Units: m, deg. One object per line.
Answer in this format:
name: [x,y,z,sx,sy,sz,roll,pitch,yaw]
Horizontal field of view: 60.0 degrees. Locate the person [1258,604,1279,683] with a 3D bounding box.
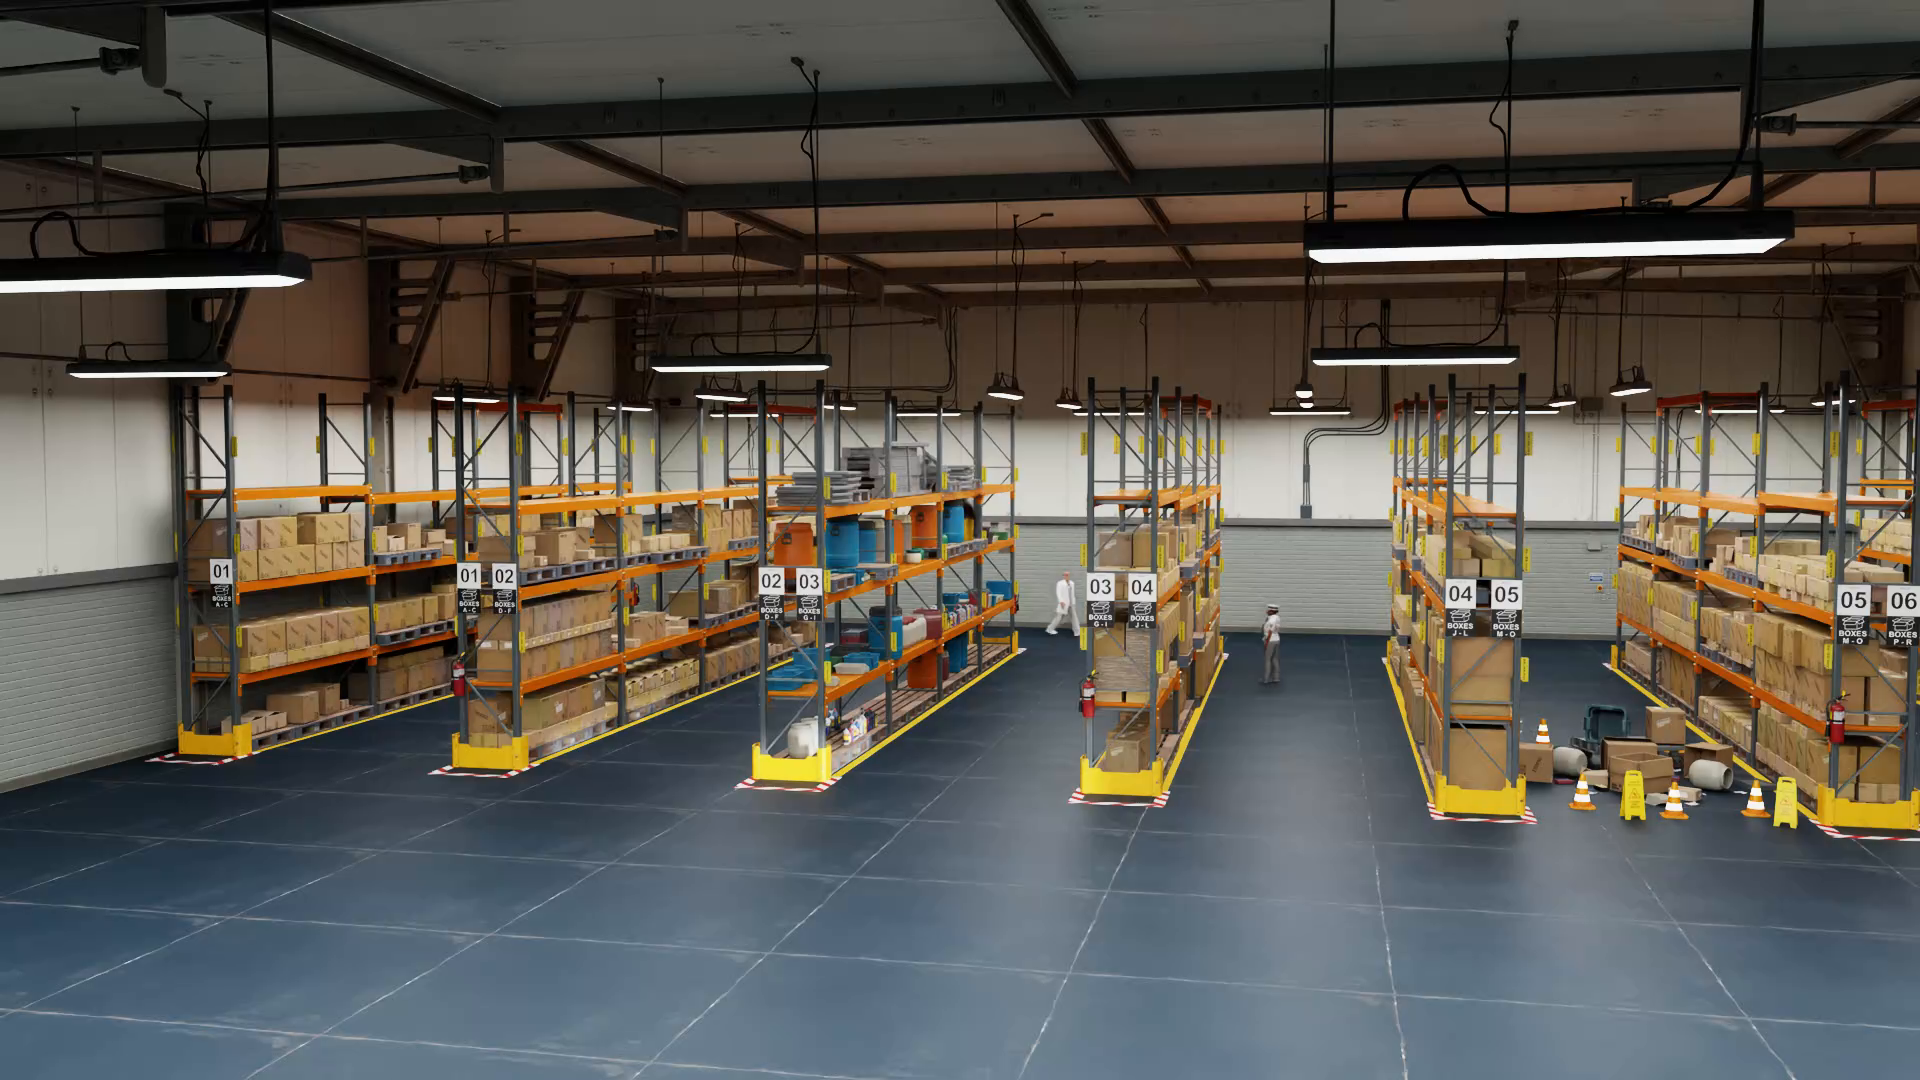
person: [6.568,2.200,35.306,0.411,1.672,0.532,2,4,32]

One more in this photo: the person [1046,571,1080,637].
person: [2.826,1.687,43.937,1.123,1.735,0.702,2,4,31]
